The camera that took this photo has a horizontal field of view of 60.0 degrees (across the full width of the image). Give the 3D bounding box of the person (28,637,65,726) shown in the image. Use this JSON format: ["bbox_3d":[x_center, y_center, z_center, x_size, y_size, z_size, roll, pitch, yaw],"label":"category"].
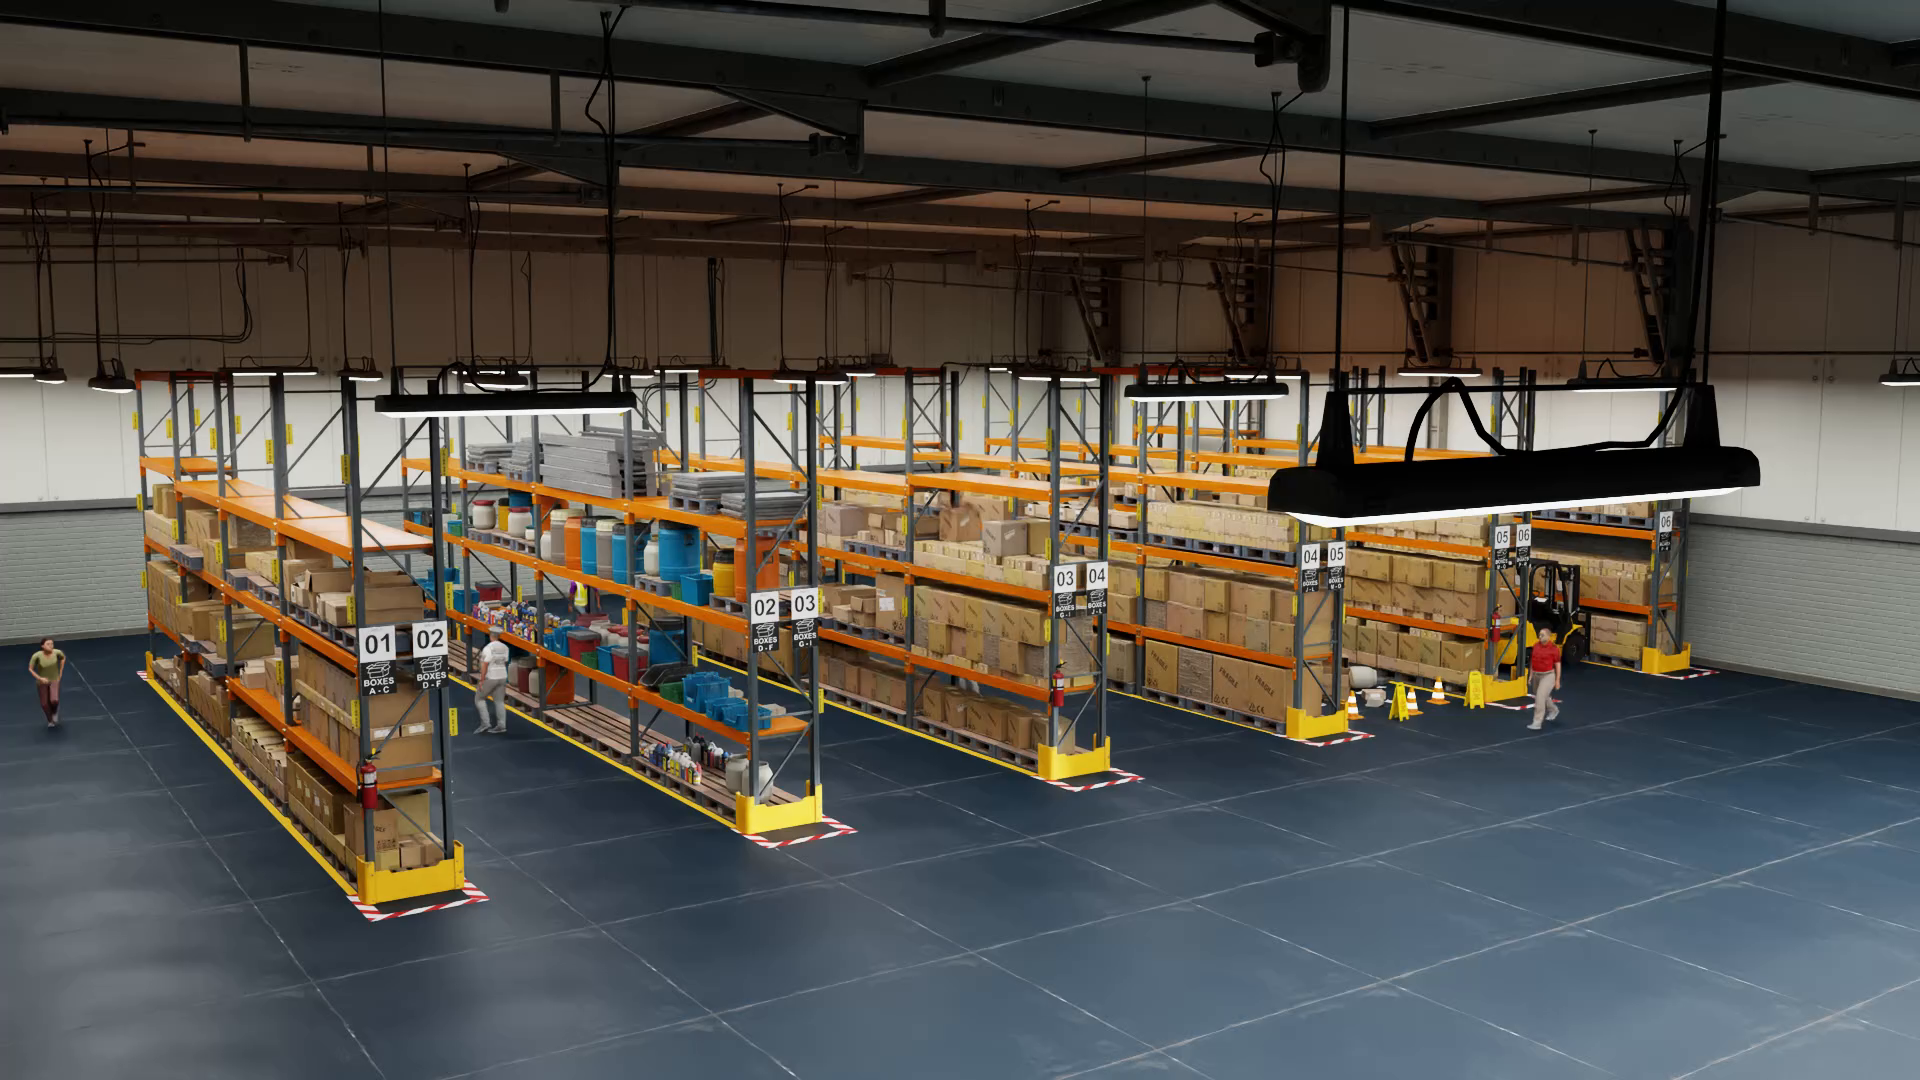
[{"bbox_3d":[-15.383,2.389,28.051,0.545,1.579,0.691,-3,7,-26],"label":"person"}]

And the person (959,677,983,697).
[{"bbox_3d":[0.115,2.074,29.985,0.591,1.771,0.505,-5,8,-36],"label":"person"}]

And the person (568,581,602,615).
[{"bbox_3d":[-8.107,1.411,35.960,0.645,1.708,1.085,-4,7,-30],"label":"person"}]

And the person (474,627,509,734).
[{"bbox_3d":[-7.781,2.339,27.683,0.496,1.757,0.637,4,7,28],"label":"person"}]

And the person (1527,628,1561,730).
[{"bbox_3d":[9.888,2.321,28.075,1.019,1.679,0.538,-4,8,-33],"label":"person"}]
